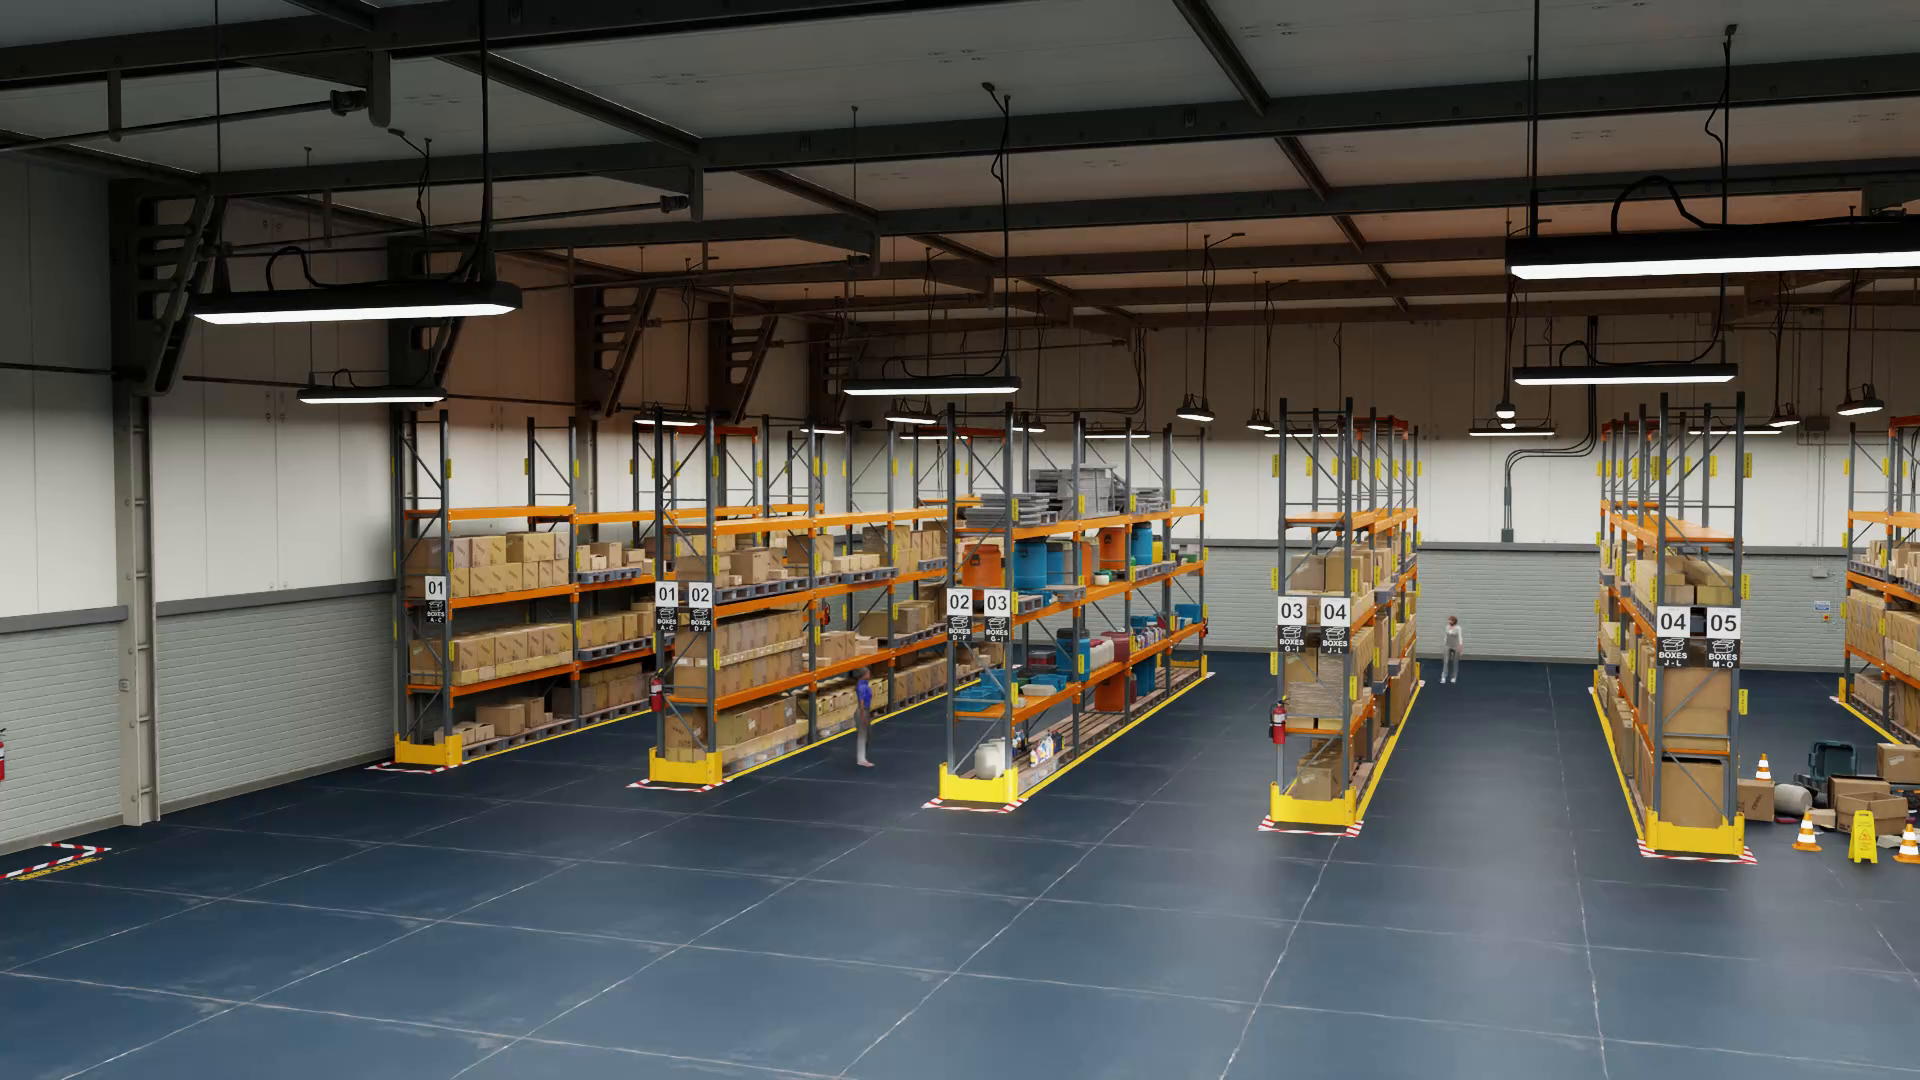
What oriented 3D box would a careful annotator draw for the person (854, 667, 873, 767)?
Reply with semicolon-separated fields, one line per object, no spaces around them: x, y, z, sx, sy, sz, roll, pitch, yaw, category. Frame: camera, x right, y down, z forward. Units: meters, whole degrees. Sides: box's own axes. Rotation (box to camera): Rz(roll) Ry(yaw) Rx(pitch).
-1.626;3.017;28.112;0.333;1.730;0.525;0;2;1;person

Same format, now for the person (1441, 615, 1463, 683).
11.493;2.551;38.843;0.455;1.609;0.476;2;3;36;person
